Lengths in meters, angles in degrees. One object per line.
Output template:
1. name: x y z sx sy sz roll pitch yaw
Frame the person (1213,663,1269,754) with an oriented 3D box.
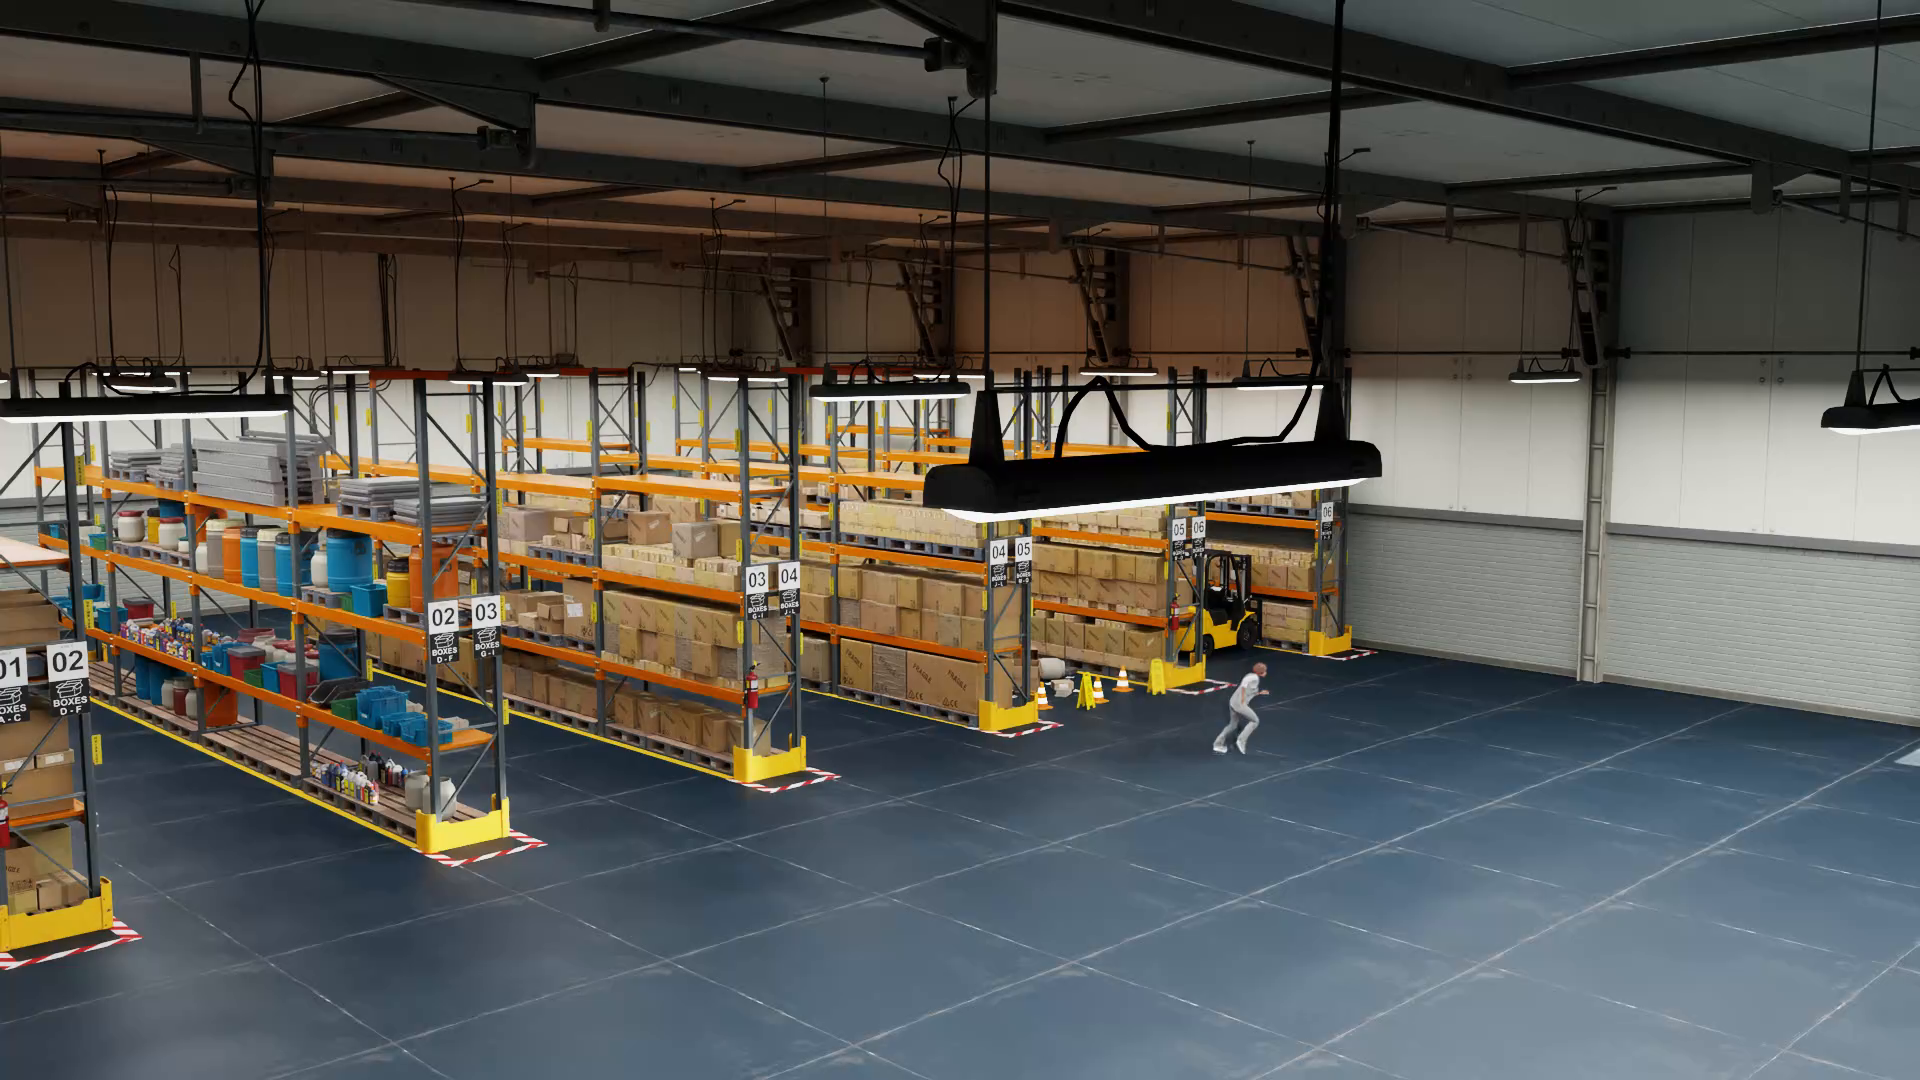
1. person: 4.437 2.661 26.133 0.894 1.469 0.572 -1 6 -5

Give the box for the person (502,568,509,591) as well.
1. person: -10.541 1.362 37.658 0.758 1.478 0.645 4 8 33
